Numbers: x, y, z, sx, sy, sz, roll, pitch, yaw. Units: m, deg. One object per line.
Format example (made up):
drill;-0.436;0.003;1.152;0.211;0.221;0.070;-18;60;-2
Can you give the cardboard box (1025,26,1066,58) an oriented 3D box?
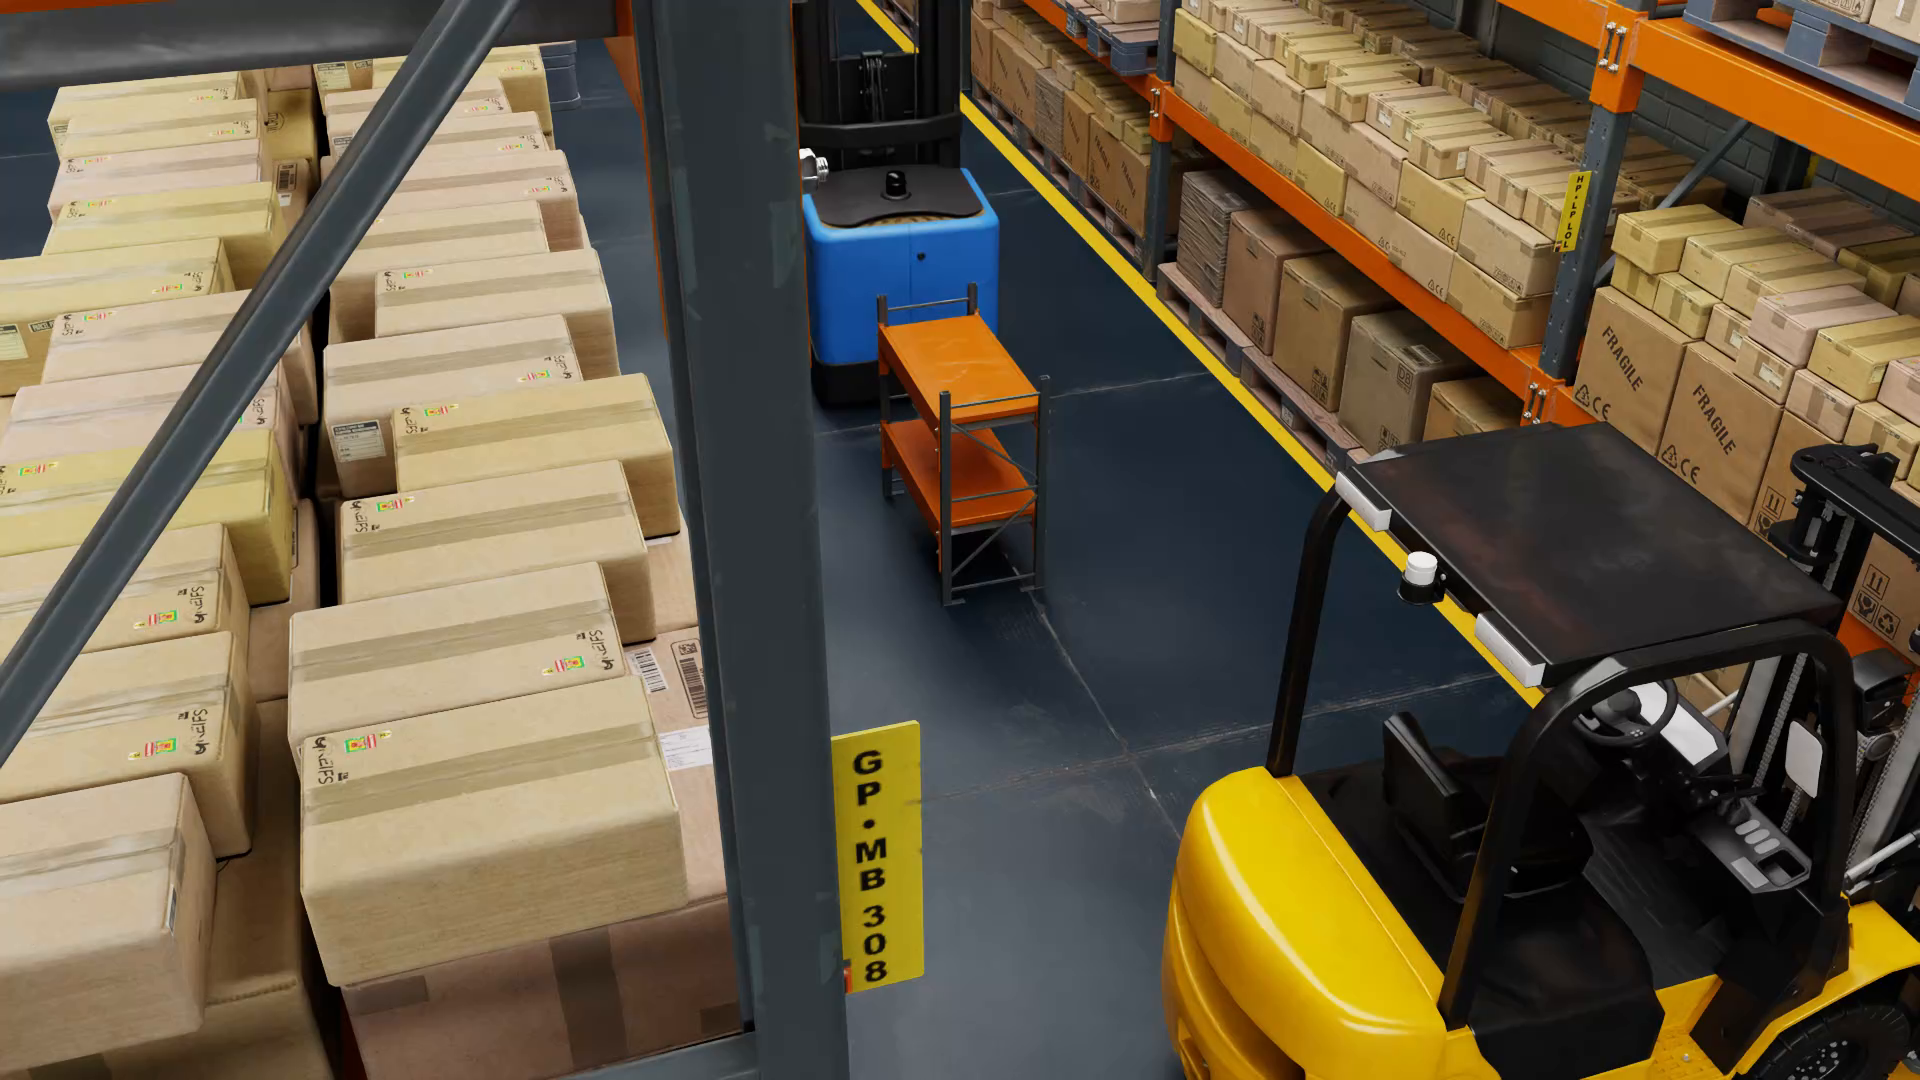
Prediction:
cardboard box;0.705;-3.750;12.503;0.380;0.149;0.250;-10;35;-15

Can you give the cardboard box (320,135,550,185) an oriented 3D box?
cardboard box;-1.133;-0.679;3.702;0.500;0.250;0.500;-11;35;-16

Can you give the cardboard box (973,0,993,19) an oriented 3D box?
cardboard box;0.321;-4.295;13.326;0.380;0.149;0.250;-8;34;-12

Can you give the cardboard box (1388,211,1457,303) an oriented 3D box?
cardboard box;2.344;-1.345;7.701;0.500;0.250;0.500;-10;35;-15

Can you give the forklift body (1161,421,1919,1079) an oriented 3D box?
forklift body;1.809;0.841;5.026;2.313;2.155;1.214;-10;35;-15

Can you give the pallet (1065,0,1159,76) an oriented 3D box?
pallet;1.411;-3.289;10.680;1.213;0.211;1.003;-10;35;-15

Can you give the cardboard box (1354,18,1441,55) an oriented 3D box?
cardboard box;2.331;-2.668;8.888;0.380;0.149;0.250;-10;35;-15

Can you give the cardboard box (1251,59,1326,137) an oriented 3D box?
cardboard box;1.882;-2.356;8.777;0.500;0.250;0.500;-11;35;-16

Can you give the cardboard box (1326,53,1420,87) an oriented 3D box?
cardboard box;2.077;-2.324;8.367;0.380;0.149;0.250;-10;35;-15

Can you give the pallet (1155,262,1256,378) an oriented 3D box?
pallet;1.899;-1.422;10.211;1.003;0.211;1.213;-10;35;-15

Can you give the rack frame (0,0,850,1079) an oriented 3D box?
rack frame;-0.598;-0.491;0.831;0.949;2.616;0.053;-10;35;-15

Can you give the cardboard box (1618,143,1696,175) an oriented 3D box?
cardboard box;2.970;-1.607;7.282;0.380;0.149;0.250;-11;35;-16

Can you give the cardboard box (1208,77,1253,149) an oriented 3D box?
cardboard box;1.736;-2.423;9.332;0.500;0.250;0.500;-11;35;-16

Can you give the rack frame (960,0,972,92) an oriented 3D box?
rack frame;0.465;-5.125;13.285;1.000;3.000;0.127;-10;35;-15

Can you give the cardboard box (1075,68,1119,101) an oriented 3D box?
cardboard box;1.028;-3.205;11.678;0.380;0.149;0.250;-11;35;-15

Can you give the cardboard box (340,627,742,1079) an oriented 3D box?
cardboard box;-0.500;0.391;2.084;0.500;0.250;0.500;-11;35;-16

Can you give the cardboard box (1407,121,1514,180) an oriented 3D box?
cardboard box;2.263;-1.764;7.520;0.380;0.149;0.250;-11;35;-16

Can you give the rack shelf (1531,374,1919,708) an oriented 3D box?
rack shelf;3.515;0.426;5.537;1.077;0.370;4.000;-10;35;-15

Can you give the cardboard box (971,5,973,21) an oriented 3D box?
cardboard box;-0.094;-4.590;14.574;0.396;0.266;0.258;-9;34;-13

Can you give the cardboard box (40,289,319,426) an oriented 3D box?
cardboard box;-1.273;-0.281;2.738;0.380;0.149;0.250;-11;35;-16

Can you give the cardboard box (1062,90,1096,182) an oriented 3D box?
cardboard box;1.046;-2.882;11.776;0.500;0.500;0.500;-9;34;-13

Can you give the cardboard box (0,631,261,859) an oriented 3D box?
cardboard box;-1.027;0.263;1.915;0.380;0.149;0.250;-9;35;-14

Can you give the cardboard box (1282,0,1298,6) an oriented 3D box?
cardboard box;1.977;-3.200;9.693;0.380;0.149;0.250;-9;34;-13

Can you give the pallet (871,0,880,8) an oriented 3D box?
pallet;-0.488;-5.603;16.538;1.003;0.211;1.213;-10;35;-15

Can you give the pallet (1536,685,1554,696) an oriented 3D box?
pallet;3.108;0.663;7.054;1.003;0.211;1.213;-10;35;-15

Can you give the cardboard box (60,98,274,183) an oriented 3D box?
cardboard box;-1.678;-0.811;3.540;0.380;0.149;0.250;-11;35;-16

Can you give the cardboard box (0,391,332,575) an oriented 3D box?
cardboard box;-1.328;-0.060;2.765;0.500;0.250;0.500;-9;35;-13

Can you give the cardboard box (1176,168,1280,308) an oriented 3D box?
cardboard box;1.862;-1.879;10.146;0.875;0.625;0.625;-9;34;-13

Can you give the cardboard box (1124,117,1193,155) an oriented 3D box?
cardboard box;1.293;-2.644;10.829;0.380;0.149;0.250;-12;35;-17

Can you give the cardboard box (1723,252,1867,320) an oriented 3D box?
cardboard box;2.972;-0.889;5.926;0.380;0.149;0.250;-11;35;-16

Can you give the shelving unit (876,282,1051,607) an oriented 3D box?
shelving unit;-0.002;-0.473;7.945;0.538;1.125;1.048;-10;35;-15

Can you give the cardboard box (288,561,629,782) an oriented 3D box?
cardboard box;-0.607;0.182;2.037;0.380;0.149;0.250;-10;35;-15

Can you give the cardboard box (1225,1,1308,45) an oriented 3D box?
cardboard box;1.687;-2.849;9.162;0.380;0.149;0.250;-9;35;-13

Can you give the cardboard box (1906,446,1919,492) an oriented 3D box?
cardboard box;3.205;-0.210;5.168;0.380;0.149;0.250;-11;35;-16

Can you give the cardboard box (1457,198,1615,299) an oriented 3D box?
cardboard box;2.512;-1.285;7.157;0.500;0.250;0.500;-11;35;-16

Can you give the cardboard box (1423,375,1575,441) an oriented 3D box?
cardboard box;2.735;-0.381;7.879;0.875;0.625;0.625;-8;34;-13

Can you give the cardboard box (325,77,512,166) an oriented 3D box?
cardboard box;-1.184;-0.893;3.664;0.380;0.149;0.250;-11;35;-16

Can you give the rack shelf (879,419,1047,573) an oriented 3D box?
rack shelf;-0.002;-0.269;8.080;0.538;0.278;1.000;-10;35;-15

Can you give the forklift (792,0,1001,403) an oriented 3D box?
forklift;-0.596;-2.791;9.815;1.130;2.935;3.031;-7;34;-11

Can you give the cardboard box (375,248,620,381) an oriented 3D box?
cardboard box;-0.799;-0.368;2.870;0.380;0.149;0.250;-9;35;-13

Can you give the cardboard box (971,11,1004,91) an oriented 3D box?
cardboard box;0.398;-3.965;13.416;0.500;0.500;0.500;-9;34;-13

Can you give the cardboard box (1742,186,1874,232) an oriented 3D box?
cardboard box;3.290;-1.244;6.463;0.380;0.149;0.250;-10;35;-15

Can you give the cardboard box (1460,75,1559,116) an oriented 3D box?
cardboard box;2.664;-2.136;8.082;0.380;0.149;0.250;-10;35;-15

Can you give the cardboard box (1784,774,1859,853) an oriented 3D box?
cardboard box;3.210;0.940;5.766;0.500;0.250;0.500;-10;35;-15

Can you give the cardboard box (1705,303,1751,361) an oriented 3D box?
cardboard box;2.938;-0.757;5.996;0.380;0.149;0.250;-10;35;-15

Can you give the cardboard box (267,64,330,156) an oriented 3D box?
cardboard box;-1.947;-1.124;4.375;0.500;0.250;0.500;-11;35;-16

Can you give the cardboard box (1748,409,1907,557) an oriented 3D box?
cardboard box;3.122;-0.153;5.670;0.500;0.500;0.500;-10;35;-15
